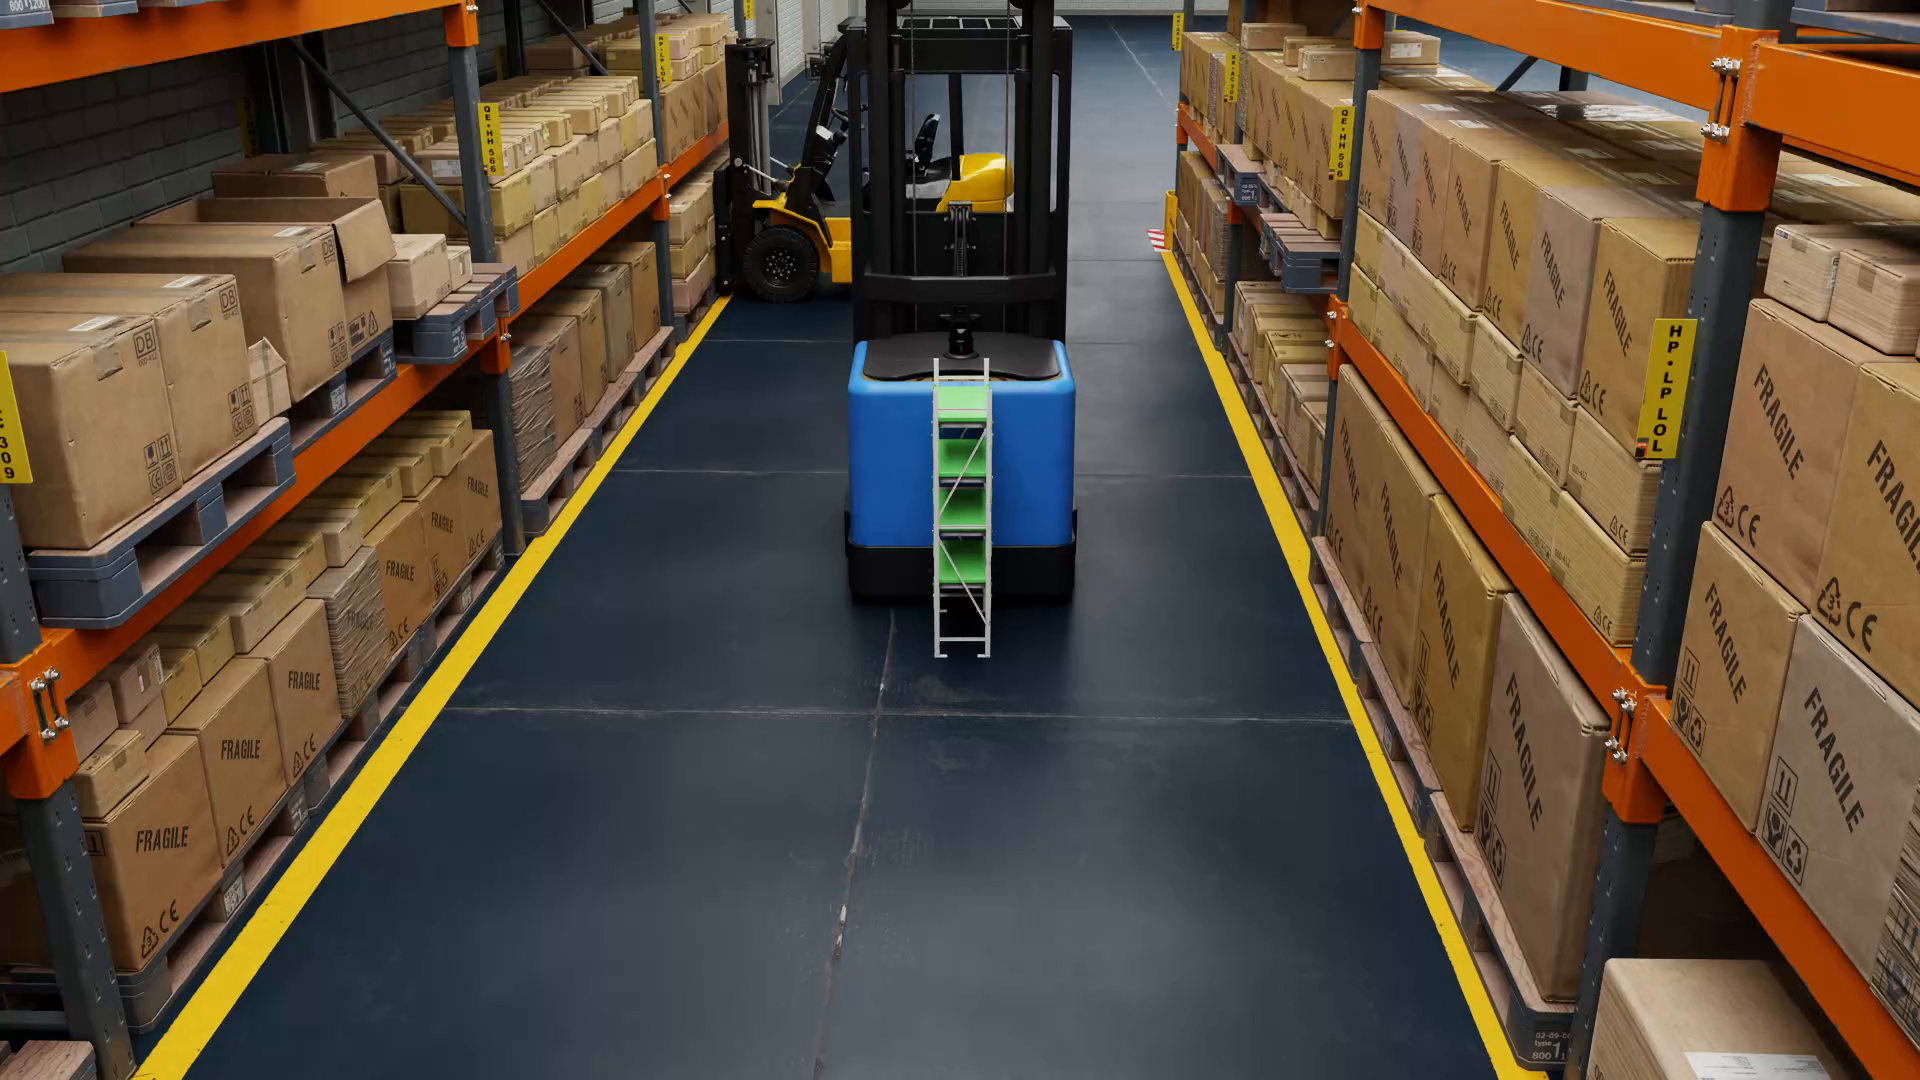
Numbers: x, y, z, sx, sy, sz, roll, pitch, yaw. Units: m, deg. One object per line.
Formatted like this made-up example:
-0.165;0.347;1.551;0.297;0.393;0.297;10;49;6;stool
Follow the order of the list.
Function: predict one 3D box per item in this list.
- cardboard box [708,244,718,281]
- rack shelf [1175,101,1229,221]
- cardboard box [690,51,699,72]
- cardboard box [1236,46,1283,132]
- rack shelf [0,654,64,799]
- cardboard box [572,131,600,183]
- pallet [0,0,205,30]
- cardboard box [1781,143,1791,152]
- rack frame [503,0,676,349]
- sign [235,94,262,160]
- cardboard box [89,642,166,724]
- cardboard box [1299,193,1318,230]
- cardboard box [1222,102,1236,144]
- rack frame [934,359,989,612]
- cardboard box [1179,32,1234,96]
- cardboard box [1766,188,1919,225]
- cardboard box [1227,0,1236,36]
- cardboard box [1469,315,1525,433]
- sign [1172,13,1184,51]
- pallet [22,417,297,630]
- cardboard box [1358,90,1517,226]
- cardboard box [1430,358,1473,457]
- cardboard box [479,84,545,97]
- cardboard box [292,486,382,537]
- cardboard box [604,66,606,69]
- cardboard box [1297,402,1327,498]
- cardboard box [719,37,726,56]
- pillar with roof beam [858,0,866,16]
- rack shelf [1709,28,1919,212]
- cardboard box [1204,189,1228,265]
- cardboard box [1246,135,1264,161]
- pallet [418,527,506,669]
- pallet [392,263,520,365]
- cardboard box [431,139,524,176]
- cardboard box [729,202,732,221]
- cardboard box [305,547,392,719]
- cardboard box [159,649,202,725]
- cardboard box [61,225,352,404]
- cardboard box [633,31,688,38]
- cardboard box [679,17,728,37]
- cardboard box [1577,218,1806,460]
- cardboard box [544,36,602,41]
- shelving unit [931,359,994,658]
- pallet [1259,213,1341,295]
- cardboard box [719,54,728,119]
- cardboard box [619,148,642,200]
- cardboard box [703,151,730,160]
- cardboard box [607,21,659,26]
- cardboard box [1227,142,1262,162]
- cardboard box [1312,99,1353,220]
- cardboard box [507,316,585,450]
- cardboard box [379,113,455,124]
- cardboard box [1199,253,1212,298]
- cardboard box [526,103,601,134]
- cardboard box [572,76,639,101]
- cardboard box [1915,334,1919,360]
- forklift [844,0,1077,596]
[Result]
-2.227;-2.236;13.366;0.500;0.250;0.500;1;21;3;cardboard box
2.449;-3.116;13.407;1.077;0.370;4.000;1;21;2;rack shelf
-2.233;-3.705;12.896;0.380;0.149;0.250;0;21;0;cardboard box
2.087;-2.943;10.837;0.500;0.500;0.500;1;21;3;cardboard box
-2.877;1.170;2.362;1.077;0.370;4.000;1;21;2;rack shelf
-2.397;-2.211;9.597;0.500;0.250;0.500;1;21;2;cardboard box
-2.727;-1.435;4.193;1.213;0.211;1.003;1;21;2;pallet
7.506;-3.116;14.769;0.875;0.875;0.875;1;21;2;cardboard box
-2.573;-2.781;11.550;1.000;3.000;0.127;1;21;2;rack frame
-3.250;-1.880;7.626;0.100;0.325;0.005;1;21;2;sign
-2.580;0.418;4.871;0.380;0.149;0.250;0;21;-1;cardboard box
1.940;-1.671;8.455;0.380;0.149;0.250;0;21;1;cardboard box
2.153;-3.077;11.762;0.500;0.500;0.500;0;21;0;cardboard box
0.006;-0.229;7.460;0.240;1.200;0.015;0;21;0;rack frame
2.218;-4.191;14.635;0.500;0.500;0.500;0;21;1;cardboard box
2.434;-0.688;4.636;0.500;0.500;0.500;1;21;1;cardboard box
2.713;-4.639;14.406;0.700;0.500;0.500;0;21;0;cardboard box
1.933;-0.529;5.262;0.500;0.250;0.500;1;21;3;cardboard box
1.968;-4.584;14.999;0.100;0.325;0.005;1;21;2;sign
-2.683;-0.087;4.872;1.003;0.211;1.213;1;21;2;pallet
2.007;-1.619;7.034;0.500;0.500;0.500;0;21;0;cardboard box
1.969;-0.484;5.836;0.500;0.250;0.500;1;21;2;cardboard box
-2.867;-2.819;10.612;0.380;0.149;0.250;1;21;1;cardboard box
-2.547;-0.108;6.638;0.380;0.149;0.250;0;21;1;cardboard box
-2.861;-3.530;12.445;0.380;0.149;0.250;1;21;2;cardboard box
2.294;-0.457;8.611;0.950;0.372;0.625;-1;21;-2;cardboard box
-2.229;-4.262;14.332;0.380;0.149;0.250;1;21;3;cardboard box
1.842;-17.582;41.403;9.100;9.000;0.400;1;21;2;pillar with roof beam
2.084;-0.175;1.682;1.077;0.370;4.000;1;21;2;rack shelf
2.152;-2.392;12.732;0.500;0.500;0.500;1;21;3;cardboard box
2.039;-2.520;10.644;0.380;0.149;0.250;1;21;3;cardboard box
-2.755;0.235;7.633;1.003;0.211;1.213;1;21;2;pallet
-2.645;-1.000;7.224;1.213;0.211;1.003;1;21;2;pallet
-2.384;-1.893;8.225;0.380;0.149;0.250;1;21;3;cardboard box
-2.175;-2.827;14.198;0.500;0.250;0.500;0;21;0;cardboard box
-2.529;0.348;6.361;0.500;0.500;0.500;0;21;0;cardboard box
-2.612;0.458;5.181;0.380;0.149;0.250;0;21;-1;cardboard box
-2.539;-0.775;5.660;0.700;0.500;0.500;1;21;1;cardboard box
-2.307;-3.848;12.852;0.380;0.149;0.250;1;21;1;cardboard box
-2.209;-4.399;14.273;0.380;0.149;0.250;1;21;3;cardboard box
1.908;-0.513;4.183;0.500;0.500;0.500;1;21;3;cardboard box
-2.877;-3.665;12.382;0.380;0.149;0.250;0;21;1;cardboard box
0.008;-0.140;7.232;0.258;1.200;0.503;0;21;0;shelving unit
2.182;-1.451;8.387;1.213;0.211;1.003;1;21;2;pallet
-2.229;-3.906;14.310;0.500;0.500;0.500;1;21;3;cardboard box
-2.337;-2.344;10.632;0.500;0.250;0.500;1;21;1;cardboard box
-2.163;-3.253;14.604;0.500;0.250;0.500;1;21;3;cardboard box
-2.716;-4.221;13.816;0.380;0.149;0.250;1;21;3;cardboard box
2.093;-2.730;11.767;0.380;0.149;0.250;0;21;1;cardboard box
2.003;-1.830;7.969;0.500;0.500;0.500;0;21;0;cardboard box
-2.650;-0.885;9.367;0.875;0.625;0.625;1;21;3;cardboard box
-2.975;-2.267;9.190;0.380;0.149;0.250;0;21;1;cardboard box
2.144;-2.051;12.890;0.500;0.250;0.500;0;21;0;cardboard box
-2.302;-2.445;9.650;0.380;0.149;0.250;0;21;0;cardboard box
-2.362;-3.004;11.090;0.380;0.149;0.250;1;21;3;cardboard box
1.919;-0.354;2.876;0.380;0.149;0.250;0;21;1;cardboard box
-0.006;-1.592;8.579;1.130;2.935;3.031;0;21;-1;forklift
